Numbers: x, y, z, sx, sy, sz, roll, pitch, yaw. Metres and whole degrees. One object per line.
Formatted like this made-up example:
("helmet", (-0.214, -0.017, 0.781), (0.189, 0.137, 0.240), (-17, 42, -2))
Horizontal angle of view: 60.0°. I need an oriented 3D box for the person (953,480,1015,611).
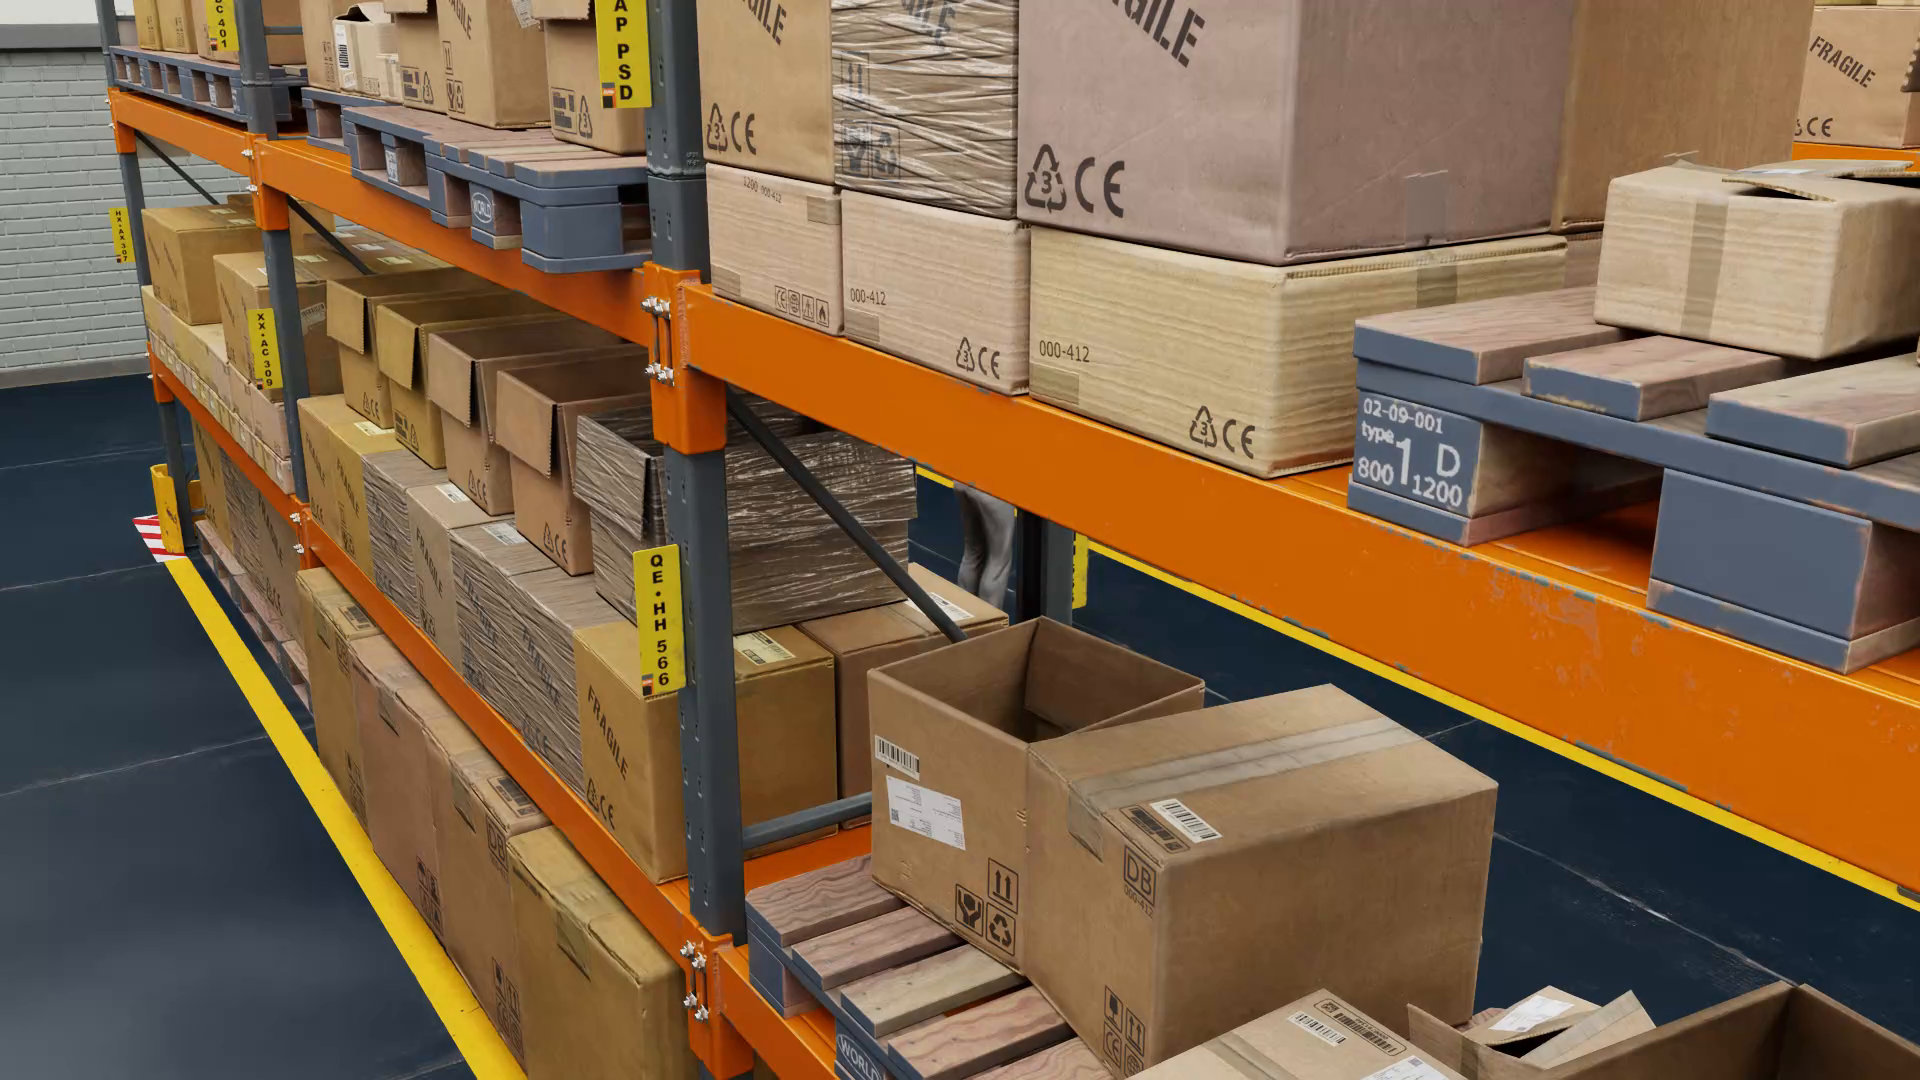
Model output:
("person", (0.203, -0.292, 8.911), (0.532, 1.690, 0.459), (-11, 21, -31))
